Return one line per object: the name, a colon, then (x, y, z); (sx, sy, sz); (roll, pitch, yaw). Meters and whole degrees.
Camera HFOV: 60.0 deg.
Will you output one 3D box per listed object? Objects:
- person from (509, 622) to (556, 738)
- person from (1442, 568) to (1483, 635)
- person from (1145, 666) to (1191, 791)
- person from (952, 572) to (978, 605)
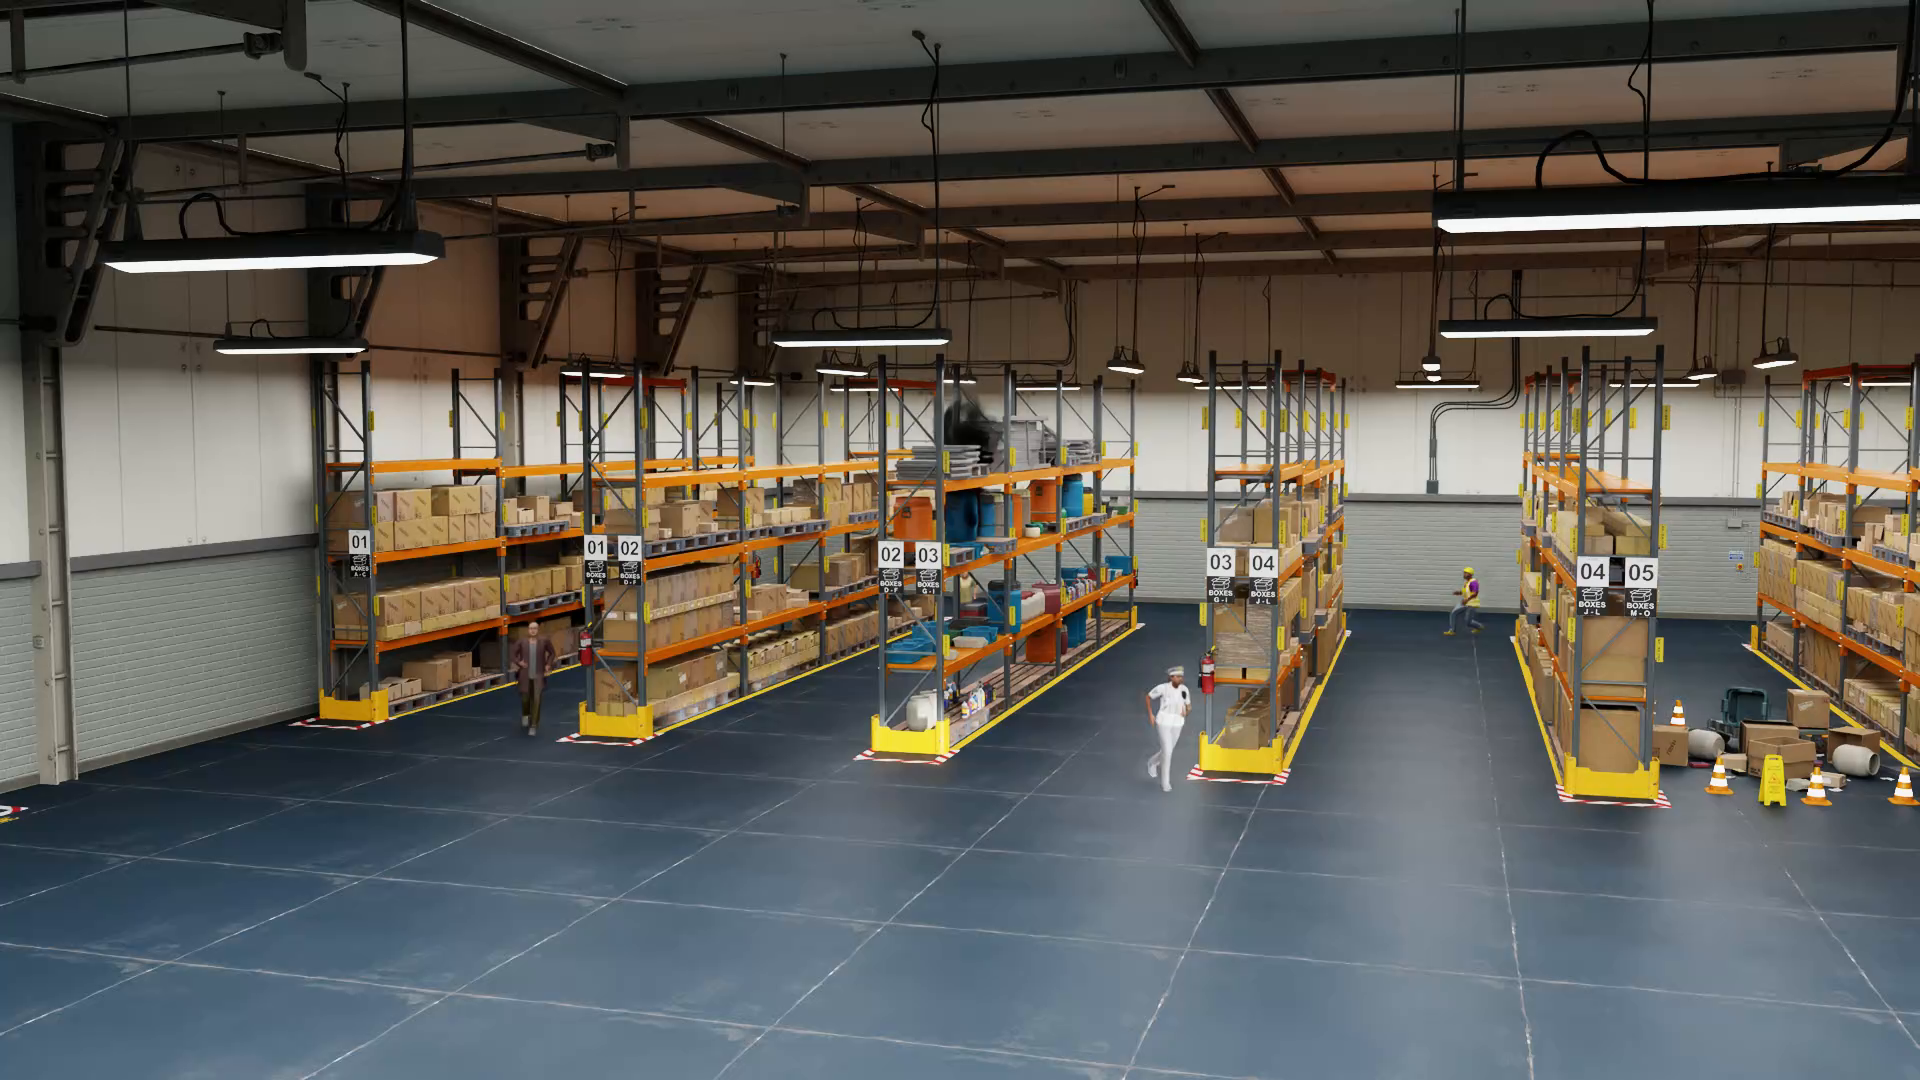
person: (-6.868, 2.213, 26.709); (0.727, 1.796, 0.938); (-1, 4, -12)
person: (11.777, 1.436, 38.585); (0.891, 1.603, 0.760); (-1, 4, -19)
person: (2.863, 2.572, 22.890); (0.613, 1.731, 0.833); (-1, 4, -20)
person: (0.105, 1.450, 38.042); (0.583, 1.668, 0.935); (0, 4, 4)
